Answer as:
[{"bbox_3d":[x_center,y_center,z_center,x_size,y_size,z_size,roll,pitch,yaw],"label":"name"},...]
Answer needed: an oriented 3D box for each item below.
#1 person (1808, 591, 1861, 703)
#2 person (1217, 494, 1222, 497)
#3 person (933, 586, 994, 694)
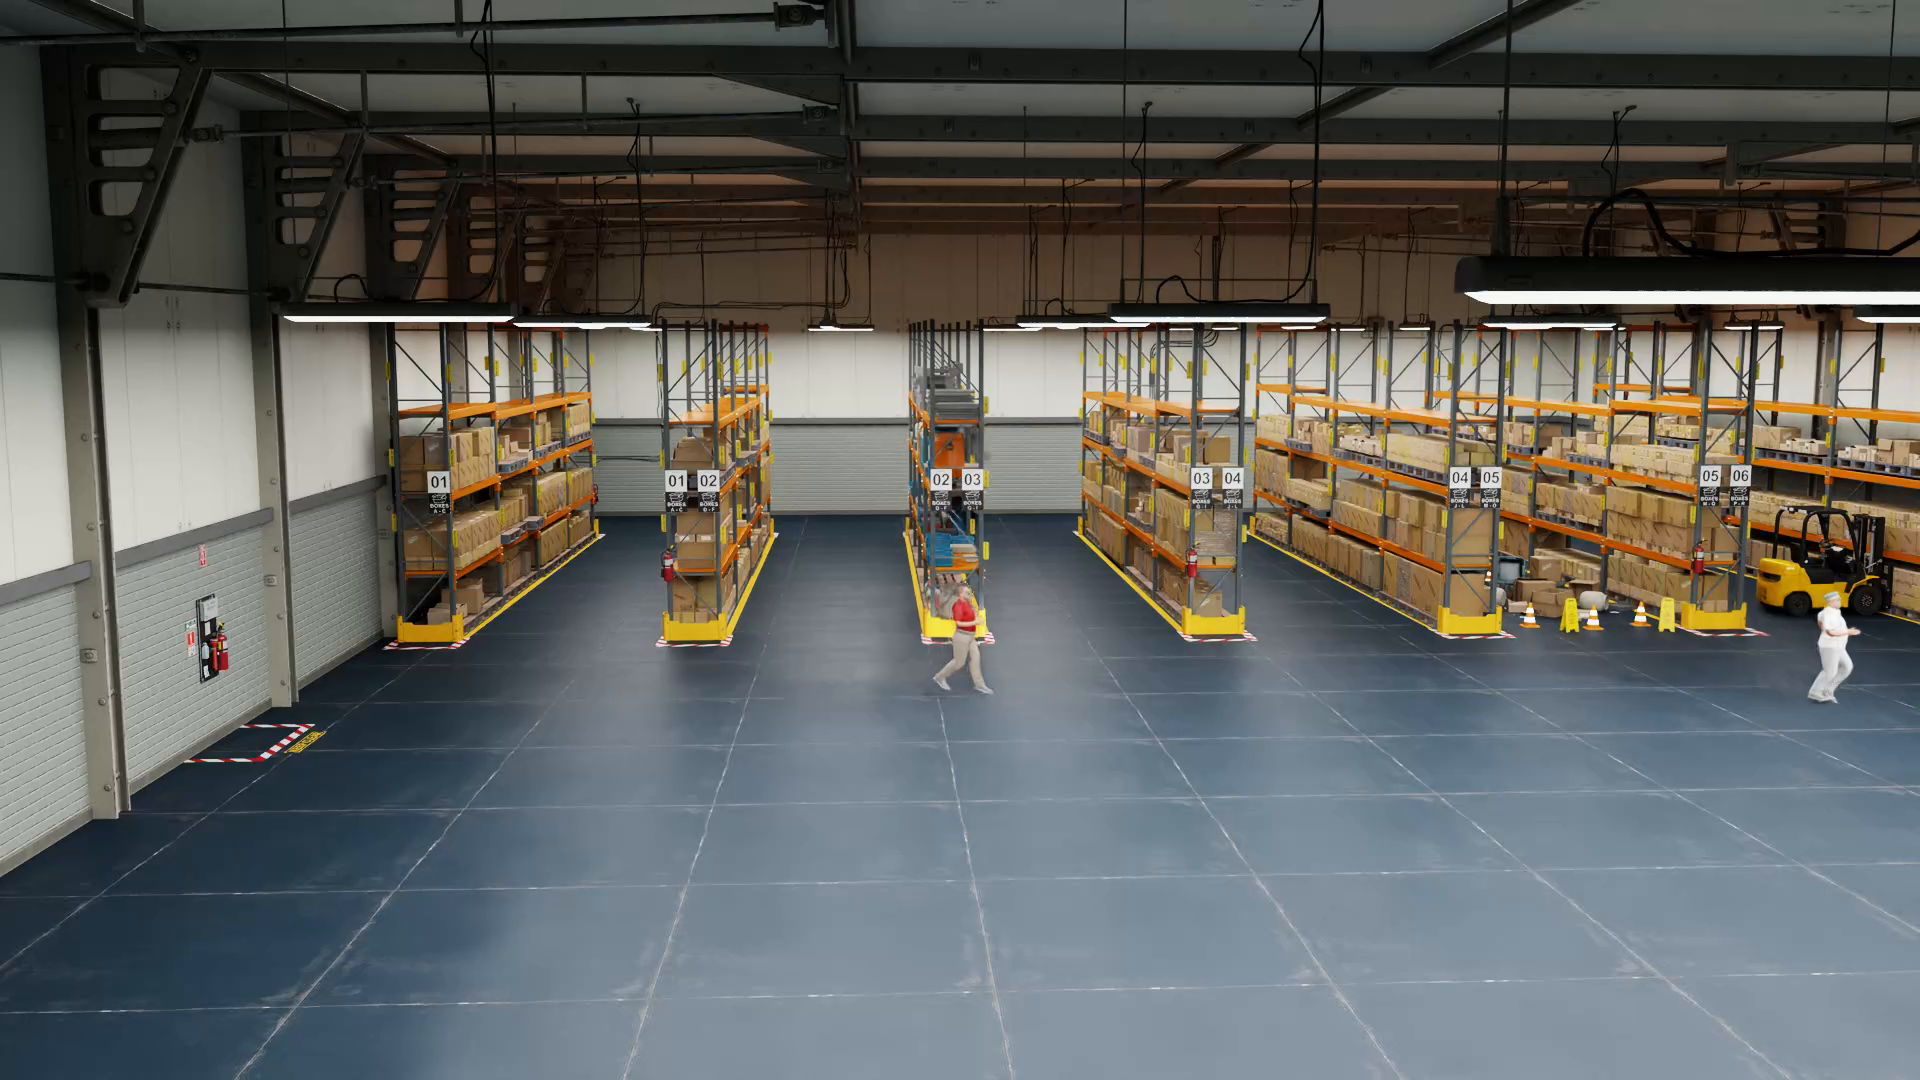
[{"bbox_3d":[13.592,1.678,25.816,0.676,1.810,0.643,5,9,34],"label":"person"},{"bbox_3d":[7.240,-0.875,46.222,0.725,1.739,1.020,0,7,-3],"label":"person"},{"bbox_3d":[0.058,1.593,26.435,0.966,1.737,0.659,2,7,16],"label":"person"}]
